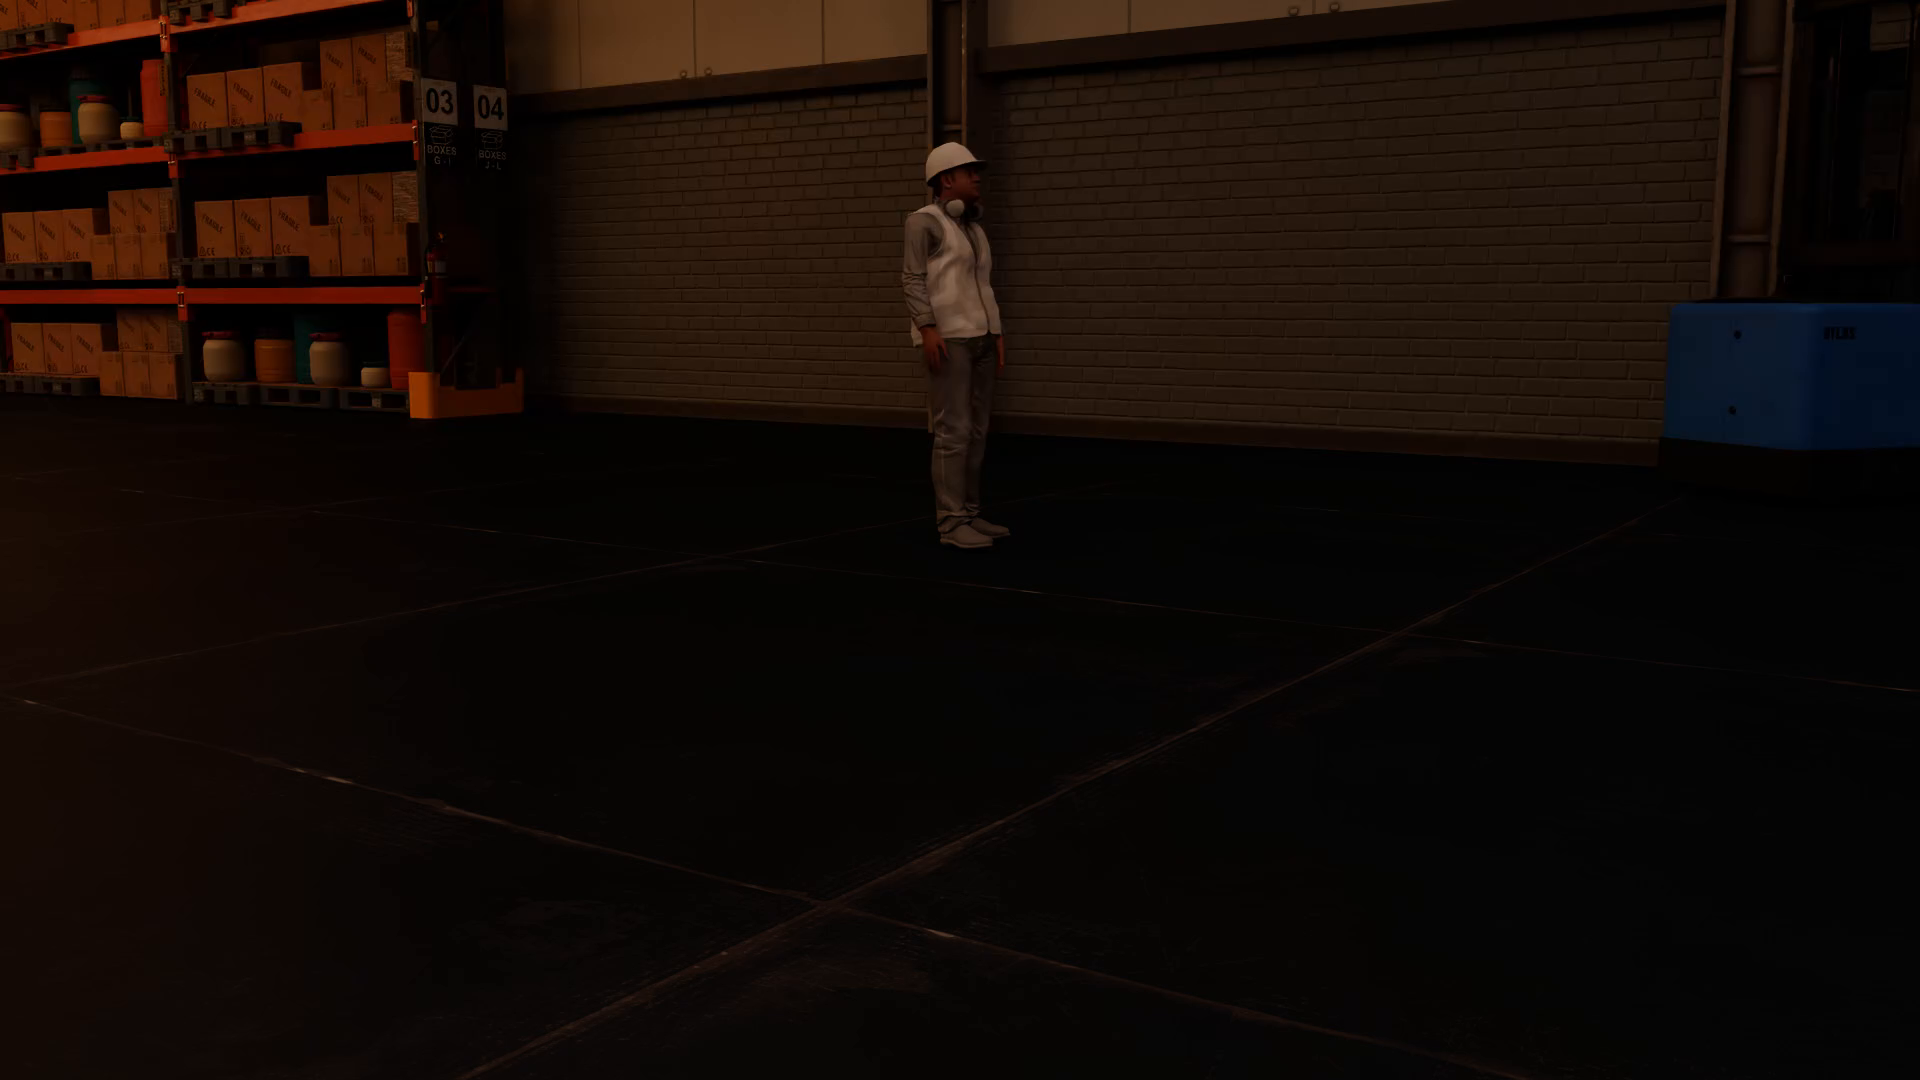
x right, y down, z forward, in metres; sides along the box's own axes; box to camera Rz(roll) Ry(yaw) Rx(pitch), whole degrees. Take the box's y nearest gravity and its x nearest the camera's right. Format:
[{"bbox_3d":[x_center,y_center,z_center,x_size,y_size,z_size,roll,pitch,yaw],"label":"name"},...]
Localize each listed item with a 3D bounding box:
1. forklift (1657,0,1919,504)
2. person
[{"bbox_3d":[5.585,-1.742,9.446,3.031,2.935,1.130,-3,9,-20],"label":"forklift"},{"bbox_3d":[0.048,-0.880,7.437,0.566,1.775,0.634,5,10,34],"label":"person"}]
